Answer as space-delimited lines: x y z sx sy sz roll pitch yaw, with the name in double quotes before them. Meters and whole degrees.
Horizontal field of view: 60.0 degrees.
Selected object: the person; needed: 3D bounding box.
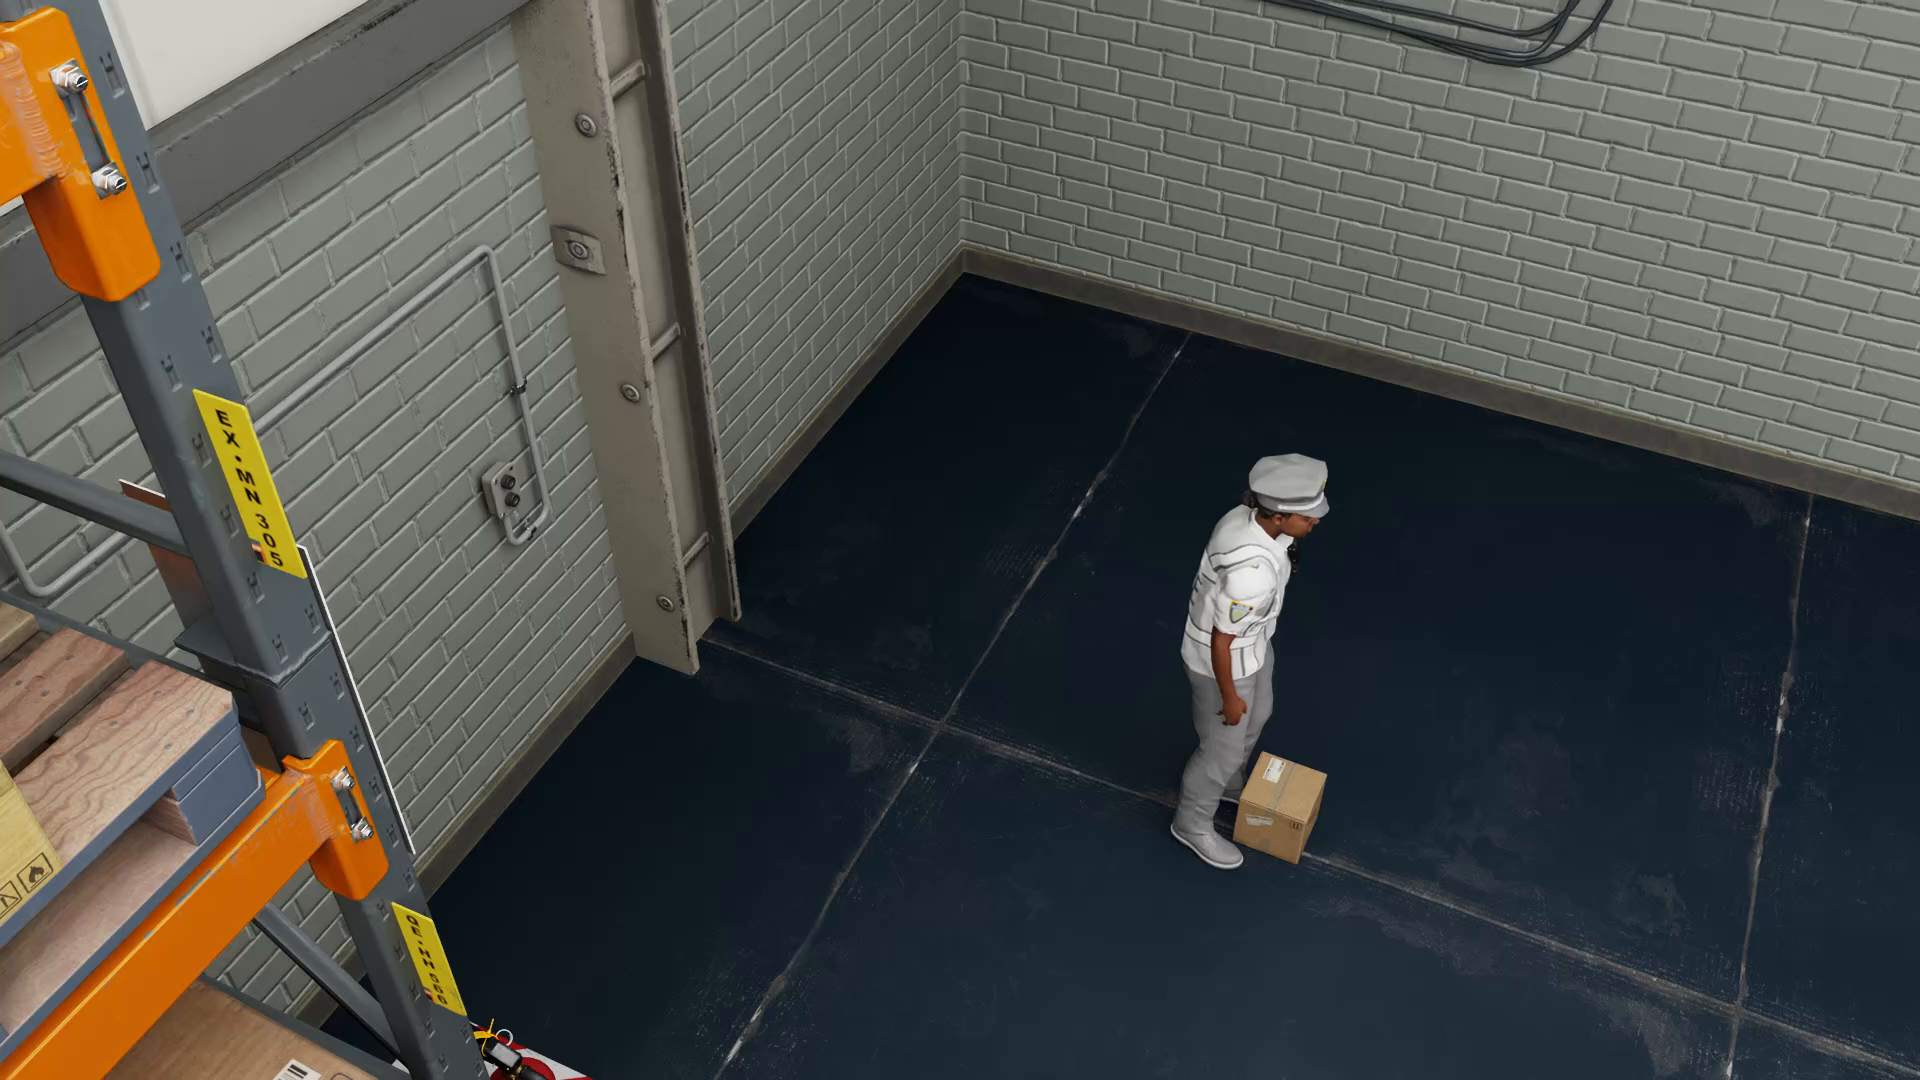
"person" 0.973 0.404 5.713 0.425 1.662 0.532 15 44 16
